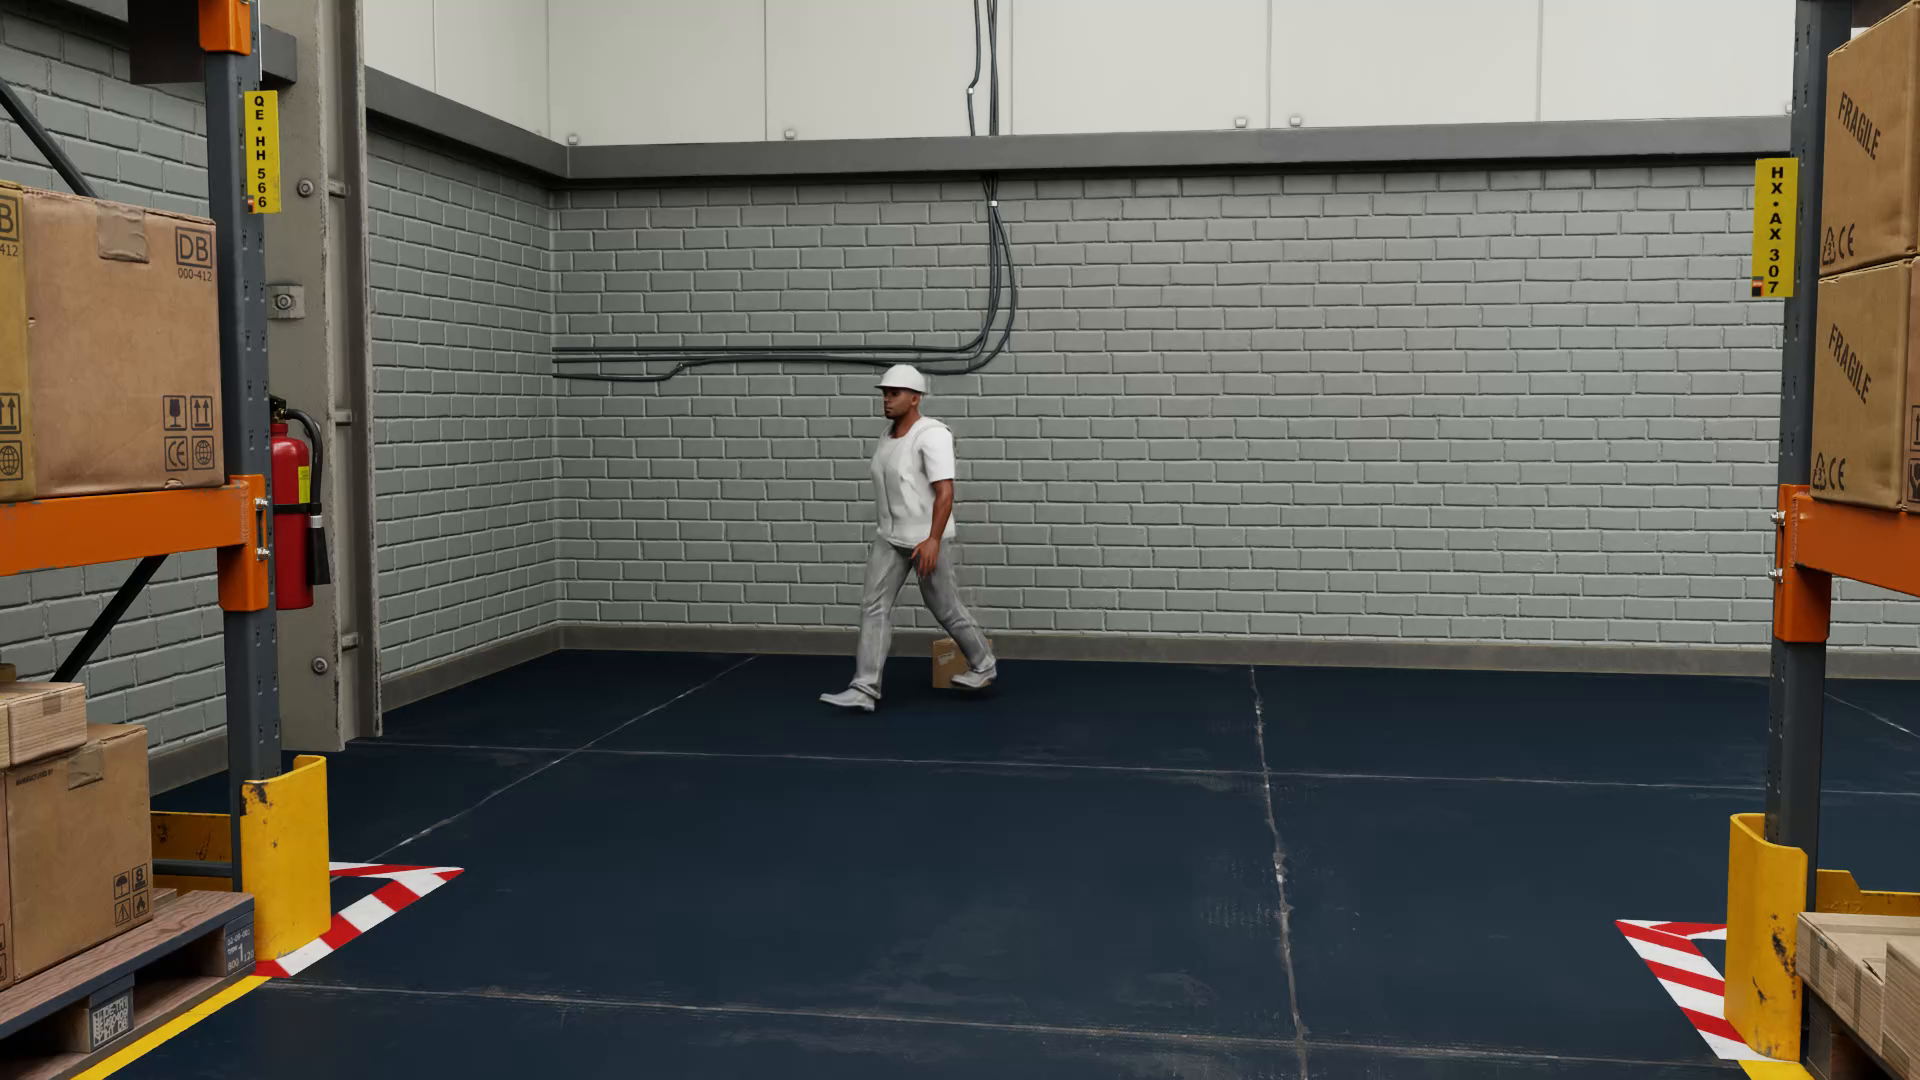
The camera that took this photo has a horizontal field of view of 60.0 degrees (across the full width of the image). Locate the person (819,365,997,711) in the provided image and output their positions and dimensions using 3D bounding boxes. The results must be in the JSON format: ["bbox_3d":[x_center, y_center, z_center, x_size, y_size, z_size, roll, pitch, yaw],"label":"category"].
[{"bbox_3d":[-0.223,-0.015,8.342,1.064,1.720,0.599,-4,6,-44],"label":"person"}]
